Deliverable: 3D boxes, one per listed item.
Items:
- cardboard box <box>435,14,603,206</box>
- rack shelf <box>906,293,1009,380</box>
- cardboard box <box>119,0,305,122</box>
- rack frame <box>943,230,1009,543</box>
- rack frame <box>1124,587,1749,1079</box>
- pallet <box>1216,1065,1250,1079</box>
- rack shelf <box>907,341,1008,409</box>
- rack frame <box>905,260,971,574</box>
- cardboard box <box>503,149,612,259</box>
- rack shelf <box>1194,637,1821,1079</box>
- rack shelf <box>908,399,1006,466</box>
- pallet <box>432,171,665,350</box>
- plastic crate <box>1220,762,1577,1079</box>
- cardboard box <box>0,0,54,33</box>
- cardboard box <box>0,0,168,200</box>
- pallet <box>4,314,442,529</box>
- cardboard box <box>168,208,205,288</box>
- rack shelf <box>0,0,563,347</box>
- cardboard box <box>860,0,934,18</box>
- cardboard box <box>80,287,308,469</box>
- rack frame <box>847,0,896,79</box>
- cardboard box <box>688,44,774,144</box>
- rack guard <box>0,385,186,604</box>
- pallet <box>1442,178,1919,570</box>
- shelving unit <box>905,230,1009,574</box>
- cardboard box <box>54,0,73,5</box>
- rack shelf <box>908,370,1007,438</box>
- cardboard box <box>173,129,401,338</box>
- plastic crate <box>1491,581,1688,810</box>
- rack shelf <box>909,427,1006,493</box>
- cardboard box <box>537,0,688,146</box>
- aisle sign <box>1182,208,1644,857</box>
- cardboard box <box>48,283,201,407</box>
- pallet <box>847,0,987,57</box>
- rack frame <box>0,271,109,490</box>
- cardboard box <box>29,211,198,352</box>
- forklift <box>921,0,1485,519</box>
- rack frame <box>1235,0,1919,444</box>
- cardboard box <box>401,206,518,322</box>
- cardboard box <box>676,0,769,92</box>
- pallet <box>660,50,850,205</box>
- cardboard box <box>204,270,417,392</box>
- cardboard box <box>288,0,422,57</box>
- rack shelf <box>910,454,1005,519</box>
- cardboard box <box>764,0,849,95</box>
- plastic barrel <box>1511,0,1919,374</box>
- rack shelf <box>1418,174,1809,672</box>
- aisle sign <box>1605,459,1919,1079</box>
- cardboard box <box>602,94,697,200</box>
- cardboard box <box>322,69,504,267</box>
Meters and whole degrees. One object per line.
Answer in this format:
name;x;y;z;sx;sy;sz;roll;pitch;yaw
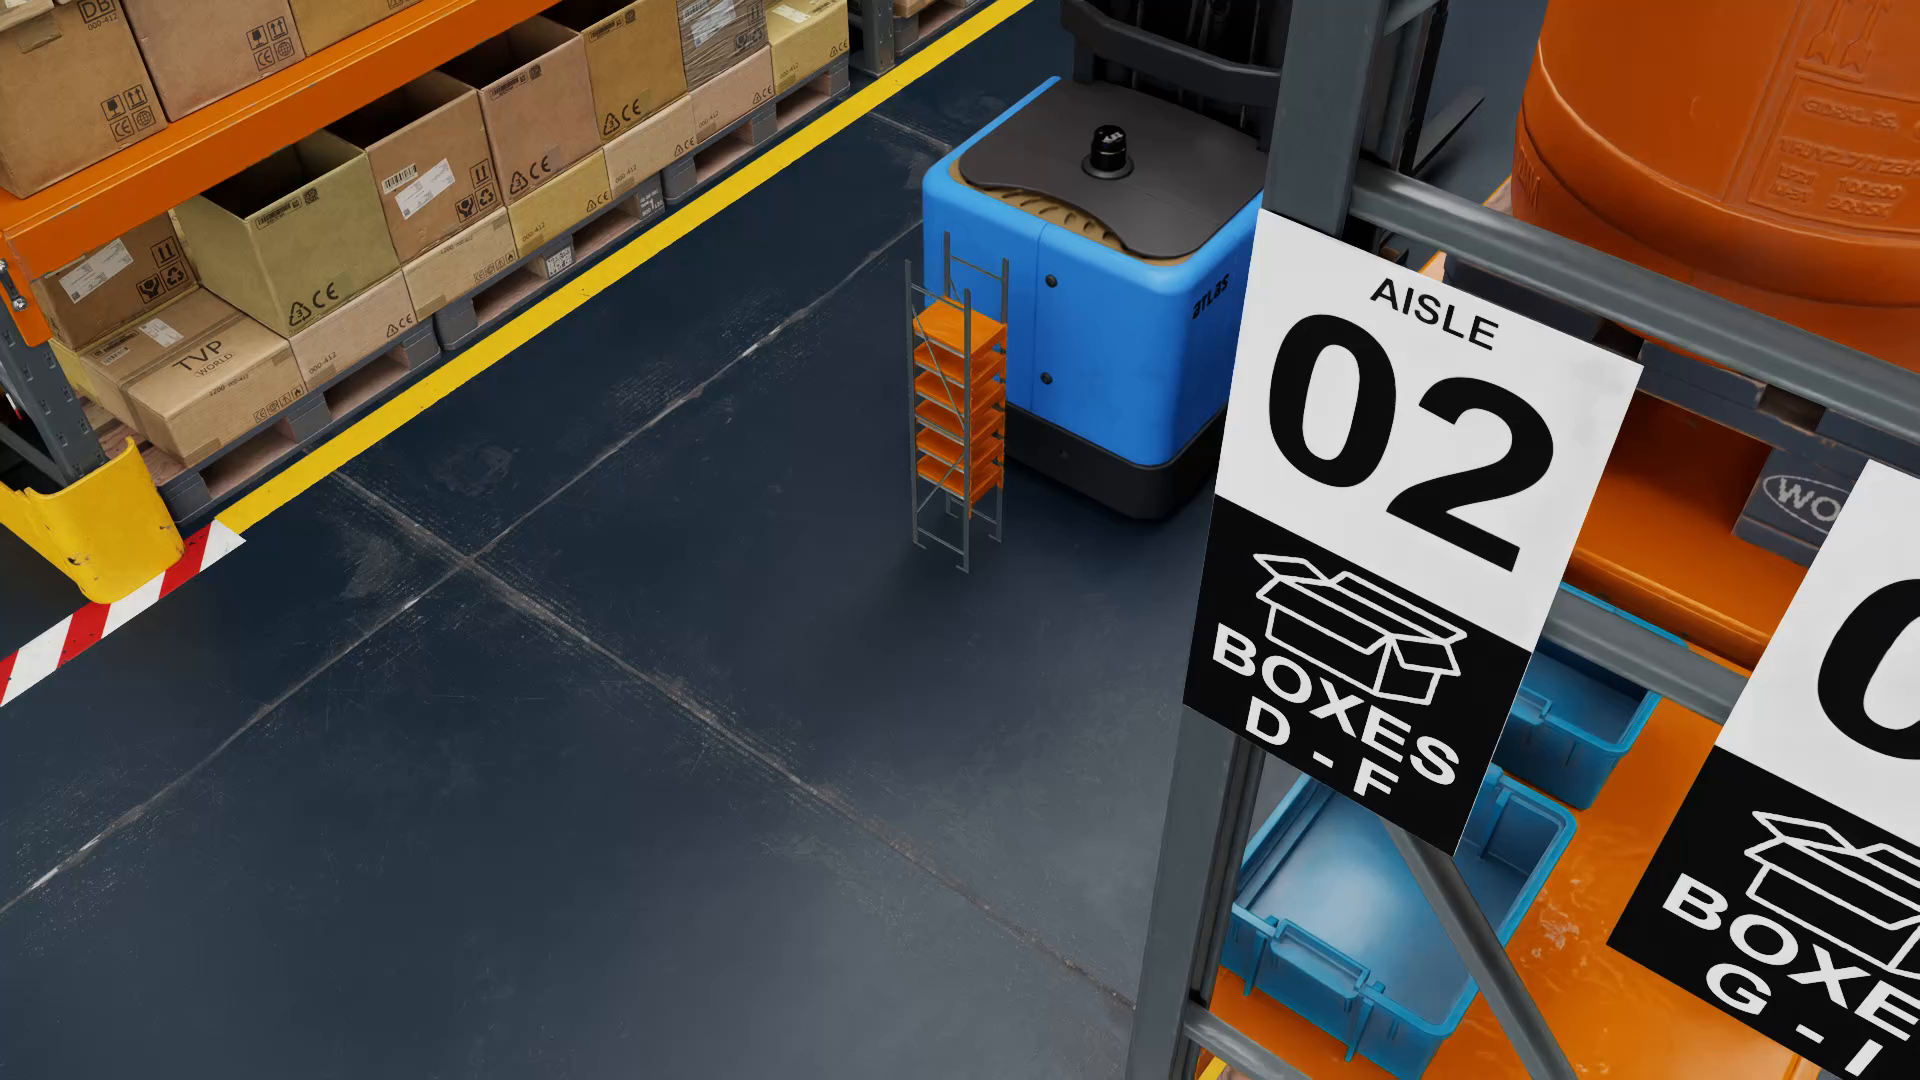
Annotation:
cardboard box;-1.763;-1.693;6.385;0.500;0.500;0.500;29;53;25
rack shelf;-0.009;-0.624;5.080;0.258;0.103;0.180;29;53;25
cardboard box;-2.573;-1.771;5.299;0.700;0.500;0.500;31;53;26
rack frame;0.047;-0.459;5.358;0.240;1.200;0.006;29;53;25
rack frame;0.732;1.019;2.702;1.000;3.000;0.127;29;53;25
pallet;1.242;1.456;4.213;1.003;0.211;1.213;29;53;25
rack shelf;-0.009;-0.541;5.167;0.258;0.103;0.180;29;53;25
rack frame;-0.065;-0.354;5.258;0.240;1.200;0.006;29;53;25
cardboard box;-1.764;-1.434;6.657;0.500;0.250;0.500;29;53;25
rack shelf;1.954;0.123;4.055;1.077;0.370;4.000;29;53;25
rack shelf;-0.009;-0.375;5.340;0.258;0.103;0.180;29;53;25
pallet;-2.005;-1.361;6.904;1.003;0.211;1.213;29;53;25
plastic crate;0.801;0.652;3.156;0.499;0.251;0.616;29;53;25
cardboard box;-2.776;-1.561;4.649;0.380;0.149;0.250;29;53;25
cardboard box;-2.890;-1.469;5.009;0.700;0.500;0.500;29;53;25
pallet;-2.752;-0.666;6.240;1.003;0.211;1.213;29;53;25
cardboard box;-2.796;-1.097;6.335;0.500;0.250;0.500;29;53;25
rack shelf;-1.963;-2.069;6.149;1.077;0.370;4.000;29;53;25
cardboard box;-0.298;-2.778;7.940;0.500;0.250;0.500;28;52;24
cardboard box;-2.682;-0.576;5.837;0.500;0.250;0.500;29;53;25
rack frame;-0.740;-3.462;6.982;1.000;3.000;0.127;29;53;25
cardboard box;-1.164;-2.013;7.210;0.500;0.250;0.500;29;53;25
rack guard;-3.201;-0.296;5.687;1.175;0.500;0.348;29;53;25
pallet;1.315;-0.382;2.096;1.003;0.211;1.213;29;53;25
shelving unit;-0.009;-0.406;5.308;0.258;1.200;0.189;29;53;25
cardboard box;-2.616;-1.713;4.794;0.380;0.149;0.250;28;52;24
rack shelf;-0.009;-0.458;5.254;0.258;0.103;0.180;29;53;25
cardboard box;-2.378;-1.122;5.840;0.500;0.500;0.500;29;53;25
plastic crate;1.202;0.283;3.508;0.499;0.251;0.408;29;53;25
rack shelf;-0.009;-0.293;5.427;0.258;0.103;0.180;29;53;25
cardboard box;-1.469;-1.985;6.664;0.500;0.500;0.500;29;53;25
aisle sign;0.452;0.031;1.848;0.394;0.787;0.004;29;53;25
cardboard box;-3.092;-0.805;6.056;0.500;0.250;0.500;29;53;25
pallet;-0.321;-2.937;8.410;1.003;0.211;1.213;29;53;25
rack frame;-3.186;-1.173;4.796;1.000;3.000;0.127;29;53;25
cardboard box;-3.094;-1.065;5.786;0.500;0.500;0.500;29;53;25
forklift;1.144;-2.107;5.736;1.130;2.935;3.031;28;53;24
rack frame;0.732;-1.053;0.533;1.000;3.000;0.127;29;53;25
cardboard box;-2.073;-1.150;6.385;0.500;0.250;0.500;29;53;25
cardboard box;-1.166;-2.273;6.939;0.500;0.500;0.500;29;53;25
pallet;-1.260;-2.062;7.574;1.003;0.211;1.213;29;53;25
cardboard box;-2.379;-0.864;6.112;0.500;0.250;0.500;29;53;25
cardboard box;-2.265;-2.053;5.567;0.700;0.500;0.500;30;53;25
rack shelf;-0.009;-0.210;5.514;0.258;0.103;0.180;29;53;25
cardboard box;-0.851;-2.295;7.479;0.500;0.250;0.500;29;53;25
plastic barrel;0.928;-0.644;1.629;0.600;0.830;0.708;29;53;25
rack shelf;1.954;-0.913;2.971;1.077;0.370;4.000;29;53;25
aisle sign;0.919;0.292;1.599;0.394;0.787;0.004;29;53;25
cardboard box;-1.458;-1.720;6.930;0.500;0.250;0.500;29;53;25
cardboard box;-2.082;-1.414;6.119;0.500;0.500;0.500;29;53;25
